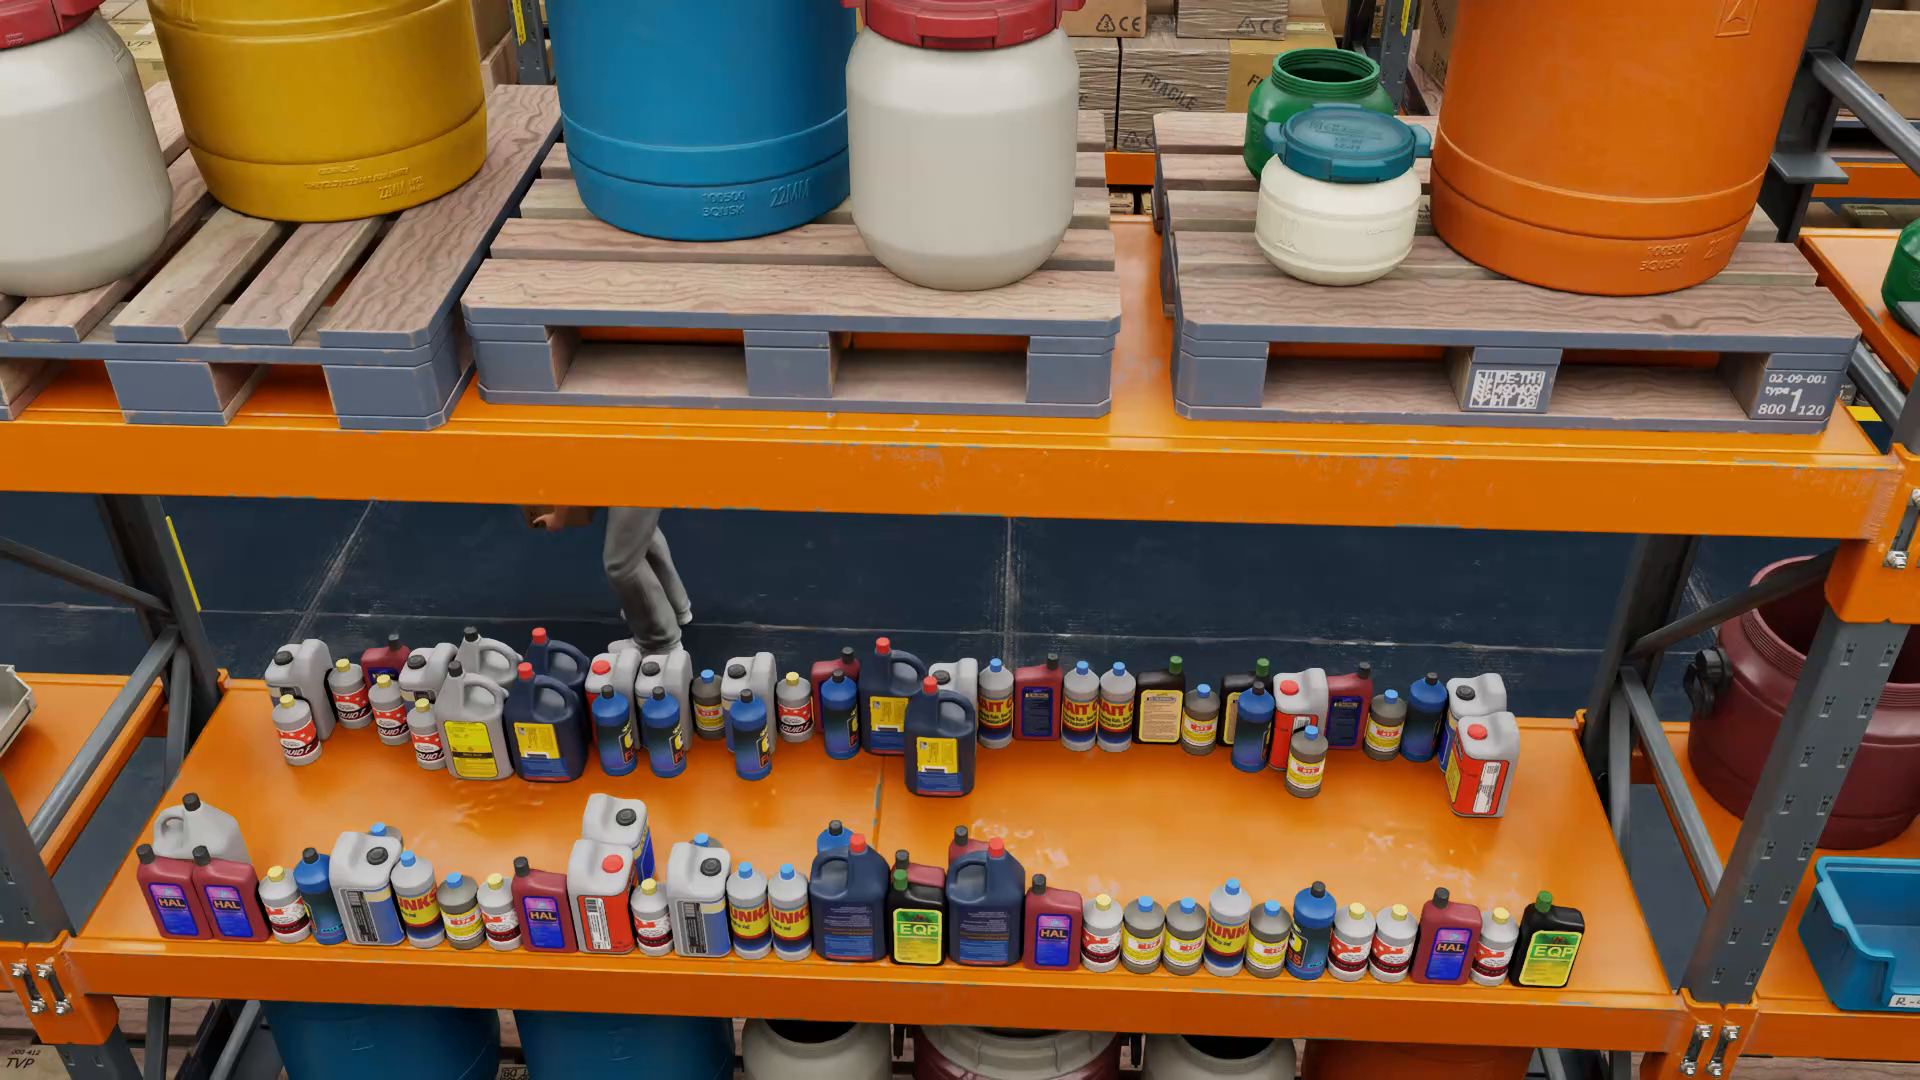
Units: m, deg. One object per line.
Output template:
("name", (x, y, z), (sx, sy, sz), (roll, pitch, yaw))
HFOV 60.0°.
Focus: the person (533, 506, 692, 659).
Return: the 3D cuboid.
("person", (-1.438, -0.205, 6.579), (0.672, 1.509, 0.404), (1, 36, 1))
